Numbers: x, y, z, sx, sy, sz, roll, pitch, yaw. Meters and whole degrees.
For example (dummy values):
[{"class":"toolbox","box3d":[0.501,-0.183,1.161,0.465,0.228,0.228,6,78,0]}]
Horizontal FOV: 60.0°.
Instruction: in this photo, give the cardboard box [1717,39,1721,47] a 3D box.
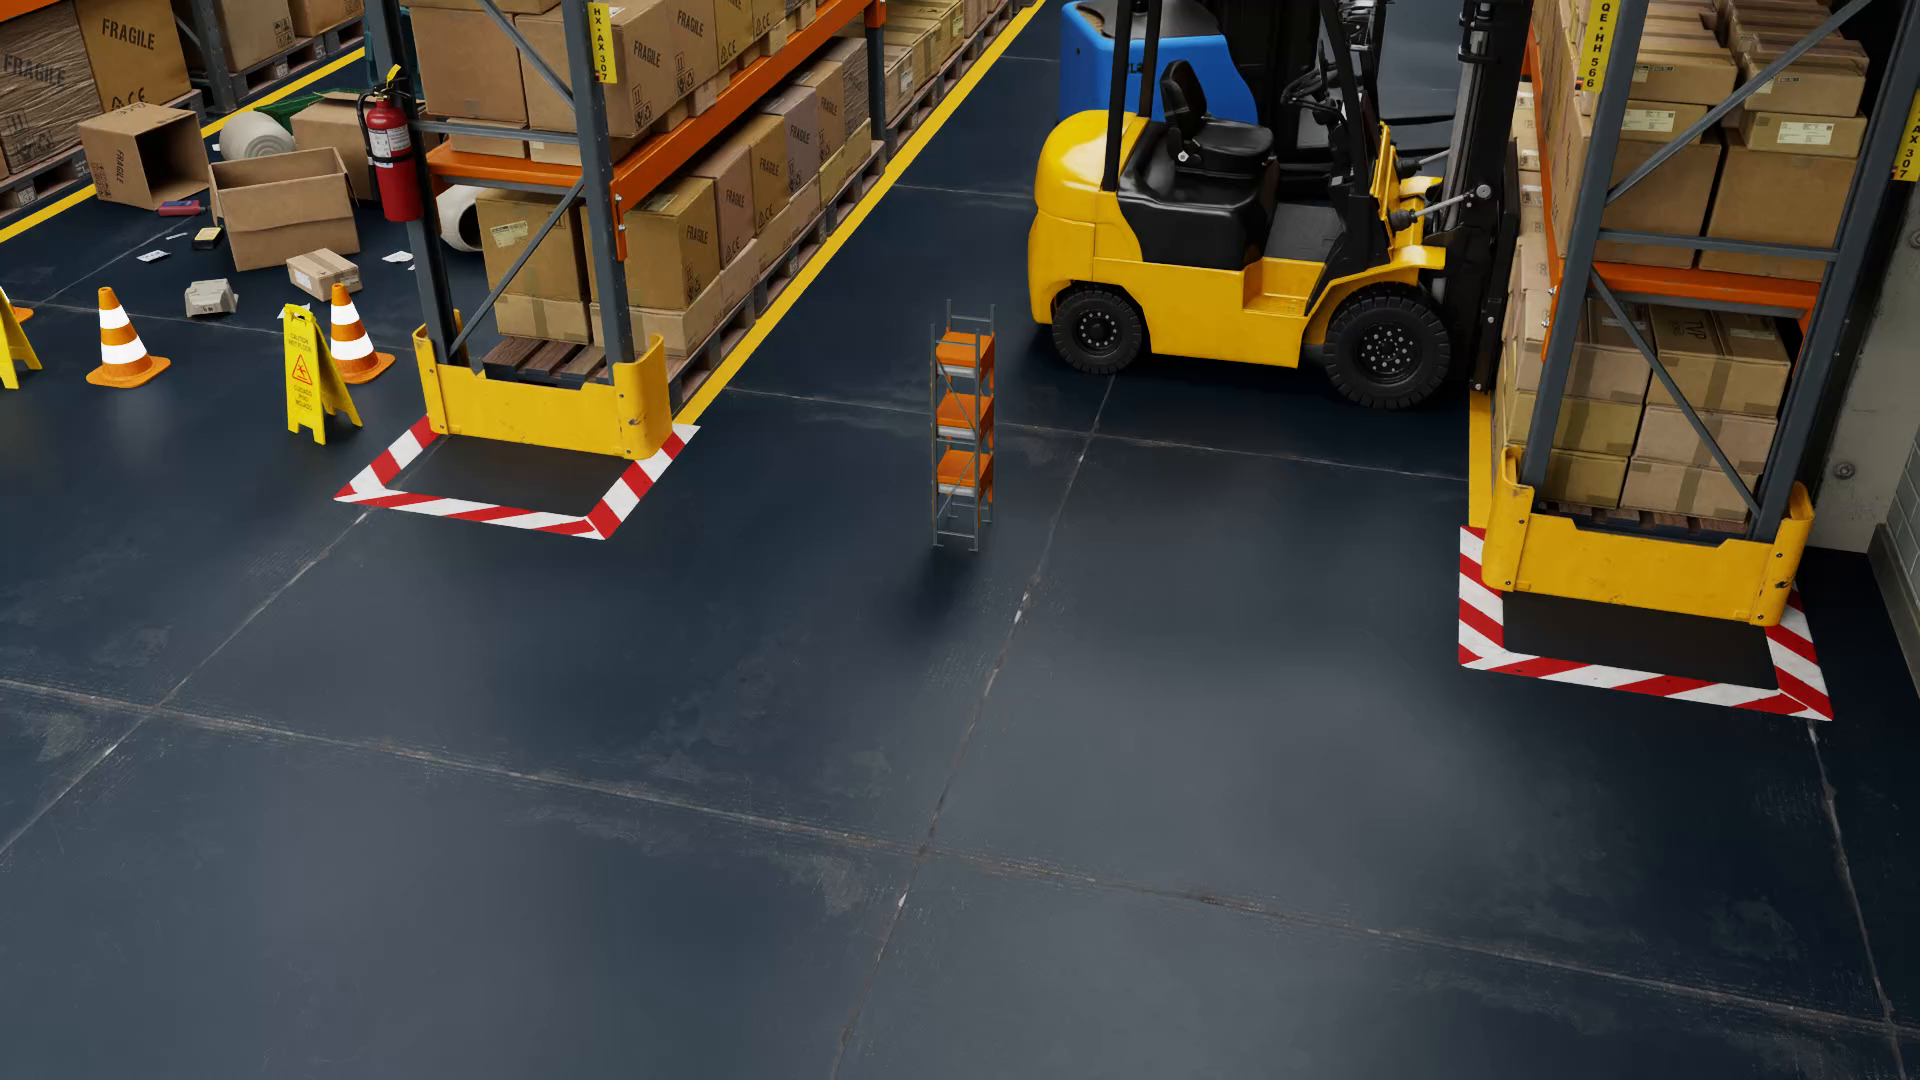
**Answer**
[{"class":"cardboard box","box3d":[3.423,-1.887,7.329,0.500,0.500,0.500,8,33,12]}]

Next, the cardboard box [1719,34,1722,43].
[{"class":"cardboard box","box3d":[3.526,-2.204,7.224,0.380,0.149,0.250,9,34,14]}]

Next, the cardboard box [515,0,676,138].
[{"class":"cardboard box","box3d":[-1.620,-2.140,7.450,0.500,0.500,0.500,8,33,12]}]

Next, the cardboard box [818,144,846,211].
[{"class":"cardboard box","box3d":[-1.008,-2.236,10.142,0.500,0.250,0.500,7,33,11]}]

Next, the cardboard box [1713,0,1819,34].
[{"class":"cardboard box","box3d":[3.358,-2.214,6.961,0.380,0.149,0.250,9,34,14]}]

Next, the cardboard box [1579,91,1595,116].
[{"class":"cardboard box","box3d":[2.647,-1.761,6.526,0.380,0.149,0.250,9,33,13]}]

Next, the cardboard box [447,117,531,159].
[{"class":"cardboard box","box3d":[-2.120,-1.881,7.647,0.380,0.149,0.250,9,34,14]}]

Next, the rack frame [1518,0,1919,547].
[{"class":"rack frame","box3d":[2.794,-1.090,6.169,1.000,3.000,0.127,8,33,12]}]

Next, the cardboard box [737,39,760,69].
[{"class":"cardboard box","box3d":[-1.279,-2.608,8.791,0.380,0.149,0.250,7,33,11]}]

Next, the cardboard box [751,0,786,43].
[{"class":"cardboard box","box3d":[-1.242,-2.939,8.706,0.500,0.500,0.500,7,33,11]}]

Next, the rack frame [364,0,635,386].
[{"class":"rack frame","box3d":[-2.008,-1.764,7.229,1.000,3.000,0.127,8,33,12]}]

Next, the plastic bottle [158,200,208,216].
[{"class":"plastic bottle","box3d":[-4.887,-2.093,10.486,0.283,0.061,0.133,-3,33,-4]}]

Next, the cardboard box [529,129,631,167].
[{"class":"cardboard box","box3d":[-1.722,-1.806,7.529,0.380,0.149,0.250,8,33,13]}]

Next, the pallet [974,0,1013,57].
[{"class":"pallet","box3d":[-0.178,-4.333,13.870,1.003,0.211,1.213,8,33,12]}]

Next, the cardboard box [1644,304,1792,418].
[{"class":"cardboard box","box3d":[3.099,-0.753,6.878,0.500,0.250,0.500,8,33,12]}]

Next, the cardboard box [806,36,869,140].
[{"class":"cardboard box","box3d":[-0.883,-2.830,10.378,0.500,0.500,0.500,8,33,12]}]

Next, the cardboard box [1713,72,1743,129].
[{"class":"cardboard box","box3d":[3.132,-1.684,6.405,0.380,0.149,0.250,8,33,12]}]

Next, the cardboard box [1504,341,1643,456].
[{"class":"cardboard box","box3d":[2.615,-0.613,7.124,0.500,0.250,0.500,8,33,12]}]

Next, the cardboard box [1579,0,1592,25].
[{"class":"cardboard box","box3d":[2.848,-2.287,7.077,0.380,0.149,0.250,9,33,14]}]

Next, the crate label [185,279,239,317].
[{"class":"crate label","box3d":[-4.167,-1.346,9.239,0.250,0.136,0.298,-8,33,-13]}]

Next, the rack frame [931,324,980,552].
[{"class":"rack frame","box3d":[-0.017,-0.408,6.912,0.200,1.050,0.008,8,33,12]}]

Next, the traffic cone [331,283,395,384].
[{"class":"traffic cone","box3d":[-3.147,-1.092,8.537,0.336,0.463,0.334,8,33,12]}]

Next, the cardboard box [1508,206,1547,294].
[{"class":"cardboard box","box3d":[2.852,-1.339,7.801,0.500,0.250,0.500,8,33,13]}]

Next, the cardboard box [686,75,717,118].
[{"class":"cardboard box","box3d":[-1.417,-2.191,8.135,0.380,0.149,0.250,9,33,13]}]

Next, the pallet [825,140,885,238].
[{"class":"pallet","box3d":[-1.129,-2.310,10.686,1.003,0.211,1.213,8,33,12]}]

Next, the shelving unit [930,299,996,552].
[{"class":"shelving unit","box3d":[0.014,-0.471,7.012,0.215,1.050,0.252,8,33,12]}]

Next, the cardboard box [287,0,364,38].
[{"class":"cardboard box","box3d":[-5.488,-4.524,13.275,1.050,0.750,0.750,8,33,12]}]

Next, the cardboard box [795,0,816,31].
[{"class":"cardboard box","box3d":[-1.034,-2.998,9.404,0.380,0.149,0.250,8,33,12]}]

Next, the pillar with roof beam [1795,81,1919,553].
[{"class":"pillar with roof beam","box3d":[-0.321,-4.447,5.857,9.100,9.000,0.400,8,33,12]}]

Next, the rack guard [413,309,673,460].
[{"class":"rack guard","box3d":[-1.989,-0.749,7.962,1.175,0.500,0.348,8,33,12]}]

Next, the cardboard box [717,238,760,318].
[{"class":"cardboard box","box3d":[-1.399,-1.426,8.868,0.500,0.250,0.500,9,34,14]}]

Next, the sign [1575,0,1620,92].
[{"class":"sign","box3d":[2.273,-1.760,5.922,0.100,0.325,0.005,8,33,12]}]

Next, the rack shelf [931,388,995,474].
[{"class":"rack shelf","box3d":[0.014,-0.462,7.018,0.215,0.259,0.240,8,33,12]}]

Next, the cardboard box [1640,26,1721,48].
[{"class":"cardboard box","box3d":[2.714,-1.879,6.434,0.380,0.149,0.250,8,33,12]}]

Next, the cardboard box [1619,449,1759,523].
[{"class":"cardboard box","box3d":[3.108,-0.335,7.153,0.500,0.250,0.500,8,33,13]}]

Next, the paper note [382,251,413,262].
[{"class":"paper note","box3d":[-3.333,-1.688,9.888,0.148,0.019,0.142,20,38,29]}]

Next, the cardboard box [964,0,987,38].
[{"class":"cardboard box","box3d":[-0.310,-4.308,13.288,0.950,0.372,0.625,7,33,11]}]

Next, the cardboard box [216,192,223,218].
[{"class":"cardboard box","box3d":[-4.461,-2.165,10.408,0.396,0.266,0.258,14,35,21]}]

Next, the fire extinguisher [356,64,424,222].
[{"class":"fire extinguisher","box3d":[-2.483,-1.735,7.255,0.296,0.674,0.183,8,33,12]}]

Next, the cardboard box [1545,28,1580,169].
[{"class":"cardboard box","box3d":[2.935,-1.958,7.440,0.500,0.500,0.500,7,33,11]}]

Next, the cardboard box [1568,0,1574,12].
[{"class":"cardboard box","box3d":[3.062,-2.553,7.772,0.380,0.149,0.250,7,33,11]}]

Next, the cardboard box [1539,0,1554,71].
[{"class":"cardboard box","box3d":[3.328,-2.741,8.672,0.500,0.500,0.500,9,33,13]}]

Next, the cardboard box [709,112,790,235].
[{"class":"cardboard box","box3d":[-1.267,-2.022,9.107,0.500,0.500,0.500,9,33,13]}]

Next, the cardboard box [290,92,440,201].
[{"class":"cardboard box","box3d":[-3.782,-2.510,10.603,0.797,0.637,0.503,8,33,12]}]

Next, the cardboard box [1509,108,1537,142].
[{"class":"cardboard box","box3d":[3.243,-2.132,9.048,0.500,0.250,0.500,8,33,12]}]

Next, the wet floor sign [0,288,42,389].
[{"class":"wet floor sign","box3d":[-4.914,-1.107,8.391,0.267,0.644,0.232,3,33,4]}]

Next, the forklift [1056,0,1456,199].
[{"class":"forklift","box3d":[2.209,-3.700,10.338,3.031,2.935,1.130,-6,33,-9]}]

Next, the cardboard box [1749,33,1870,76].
[{"class":"cardboard box","box3d":[3.214,-1.806,6.320,0.380,0.149,0.250,9,34,14]}]

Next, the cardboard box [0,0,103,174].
[{"class":"cardboard box","box3d":[-6.259,-2.957,10.694,0.875,0.875,0.875,8,33,13]}]

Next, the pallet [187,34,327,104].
[{"class":"pallet","box3d":[-5.684,-3.695,12.866,1.003,0.211,1.213,8,33,12]}]

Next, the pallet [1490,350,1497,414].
[{"class":"pallet","box3d":[3.259,-0.947,8.543,1.003,0.211,1.213,8,33,12]}]

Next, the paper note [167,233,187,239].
[{"class":"paper note","box3d":[-4.787,-1.859,10.165,0.032,0.001,0.123,28,42,36]}]

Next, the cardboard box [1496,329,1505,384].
[{"class":"cardboard box","box3d":[2.879,-0.909,8.056,0.500,0.250,0.500,8,33,13]}]

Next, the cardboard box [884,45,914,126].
[{"class":"cardboard box","box3d":[-0.862,-3.181,11.515,0.950,0.372,0.625,8,33,13]}]

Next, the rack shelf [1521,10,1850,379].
[{"class":"rack shelf","box3d":[3.302,-1.825,7.995,1.077,0.370,4.000,8,33,12]}]
